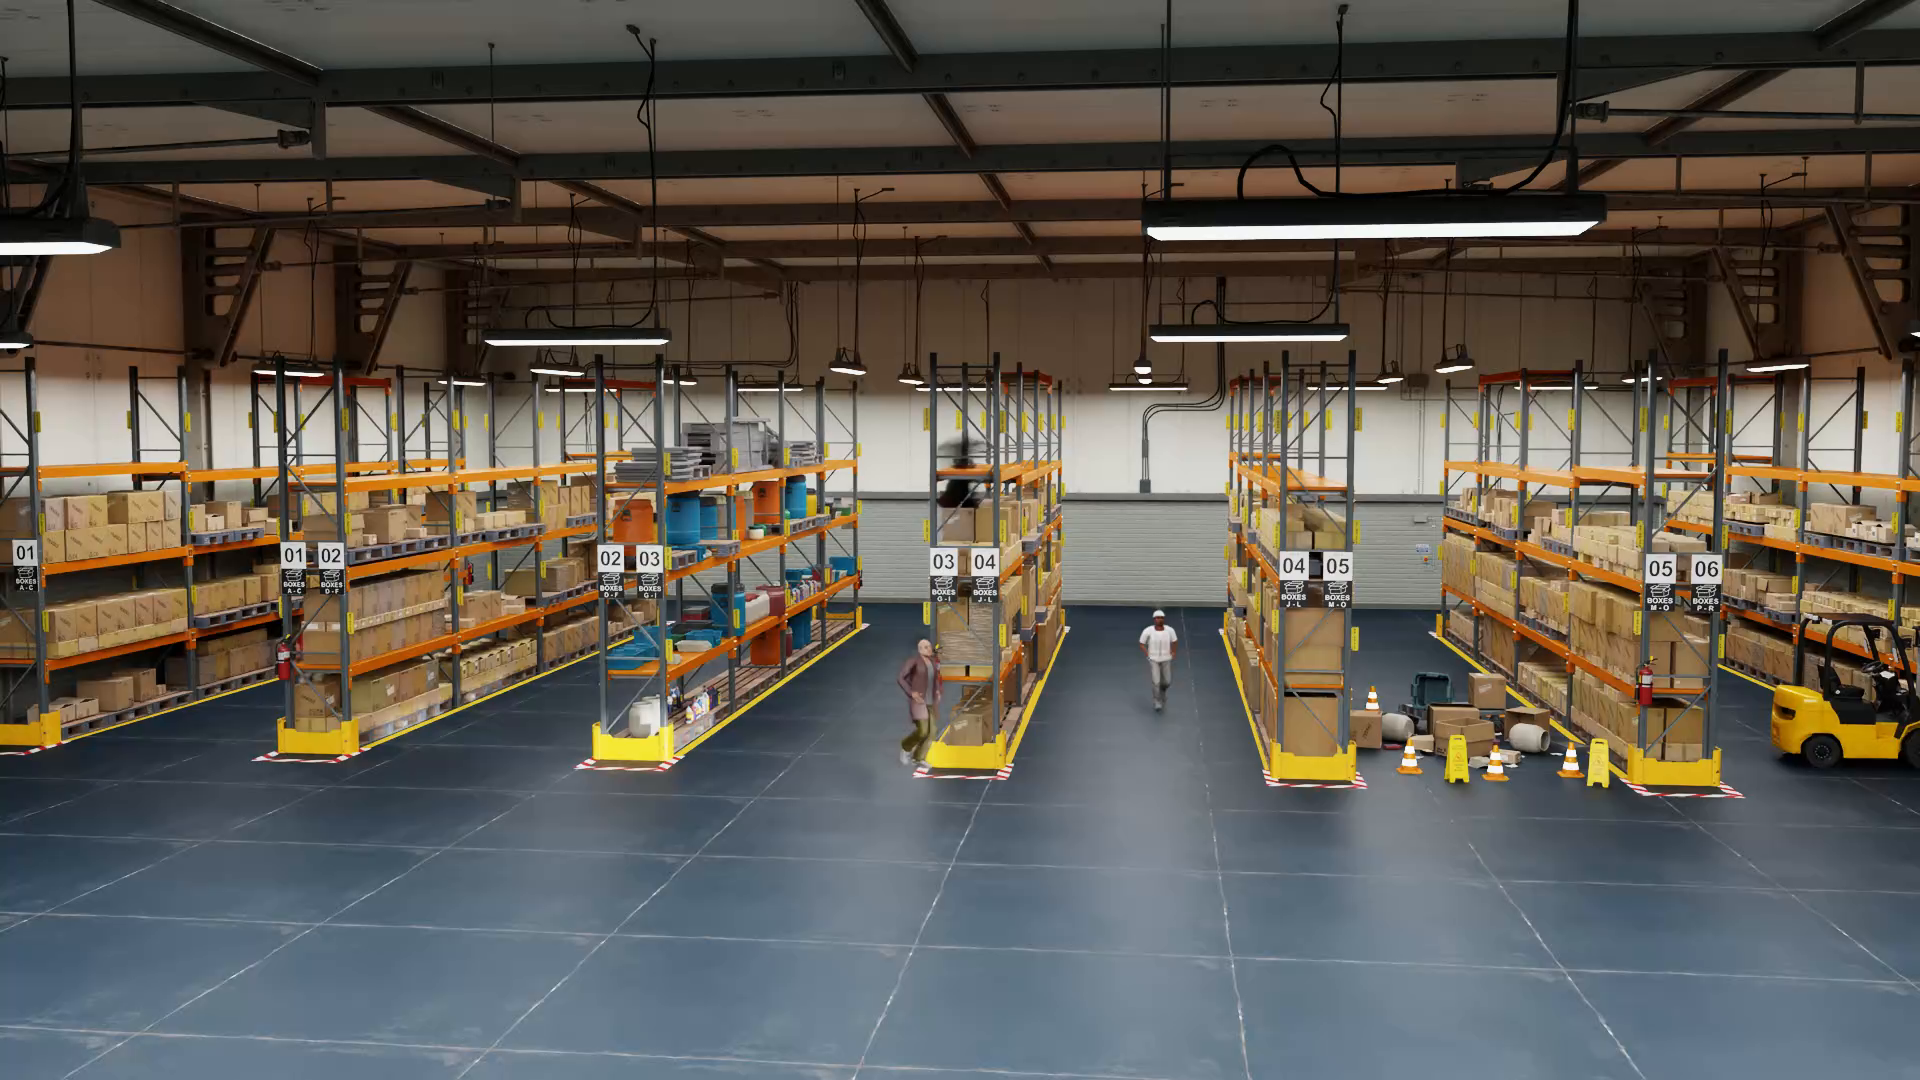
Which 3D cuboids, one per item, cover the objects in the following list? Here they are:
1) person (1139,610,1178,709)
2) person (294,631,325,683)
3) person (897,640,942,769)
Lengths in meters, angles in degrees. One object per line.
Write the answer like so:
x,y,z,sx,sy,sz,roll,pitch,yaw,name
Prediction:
3.479,2.087,29.070,0.696,1.718,0.605,0,4,-3,person
-11.139,2.167,28.573,0.658,1.614,0.602,-1,4,-7,person
-0.523,2.237,22.834,0.737,1.743,0.586,-4,5,-42,person
